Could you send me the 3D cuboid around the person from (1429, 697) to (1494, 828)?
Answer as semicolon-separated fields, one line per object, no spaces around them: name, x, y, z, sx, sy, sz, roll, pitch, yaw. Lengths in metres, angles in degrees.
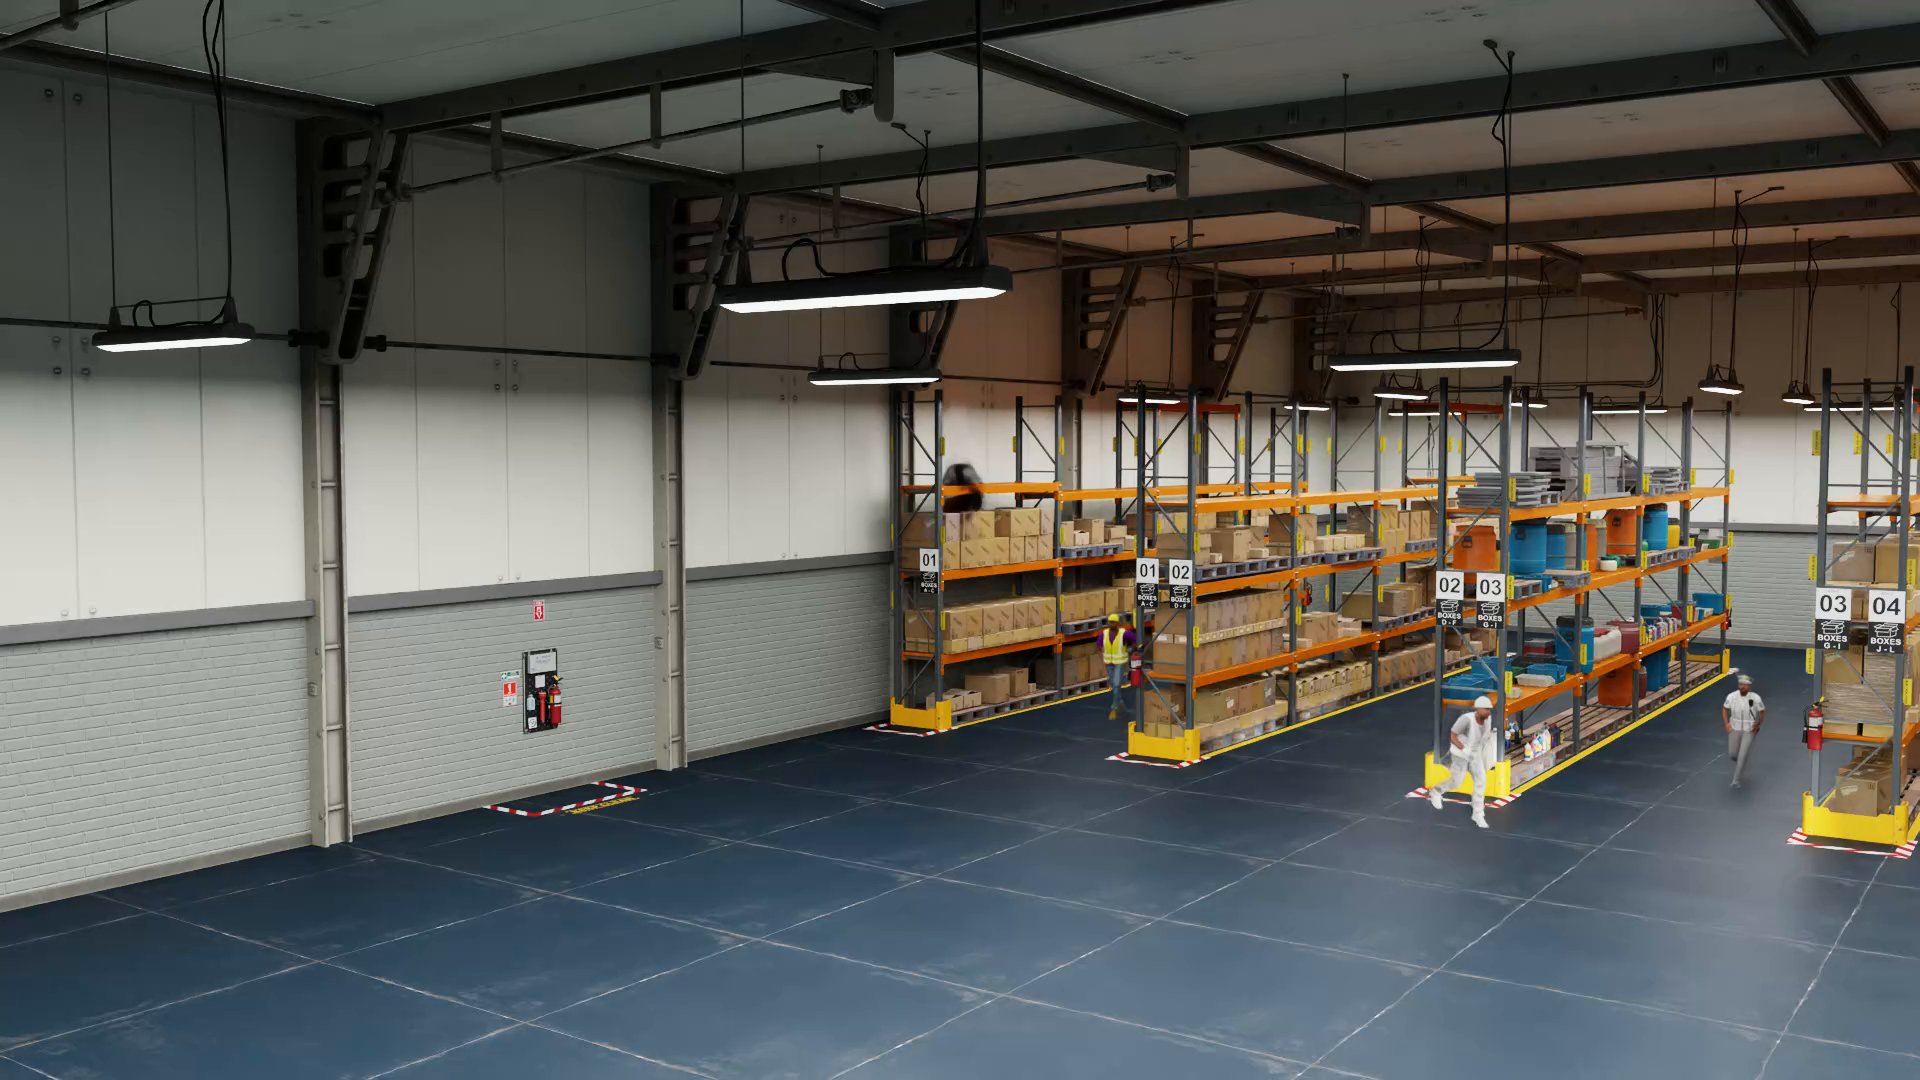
person;6.713;2.915;22.248;0.715;1.741;1.040;-2;4;-33

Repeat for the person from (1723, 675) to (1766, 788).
person;11.589;2.802;24.588;0.595;1.665;0.587;2;4;32

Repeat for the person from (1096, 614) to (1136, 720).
person;2.705;2.191;29.140;0.640;1.812;0.842;2;4;31
